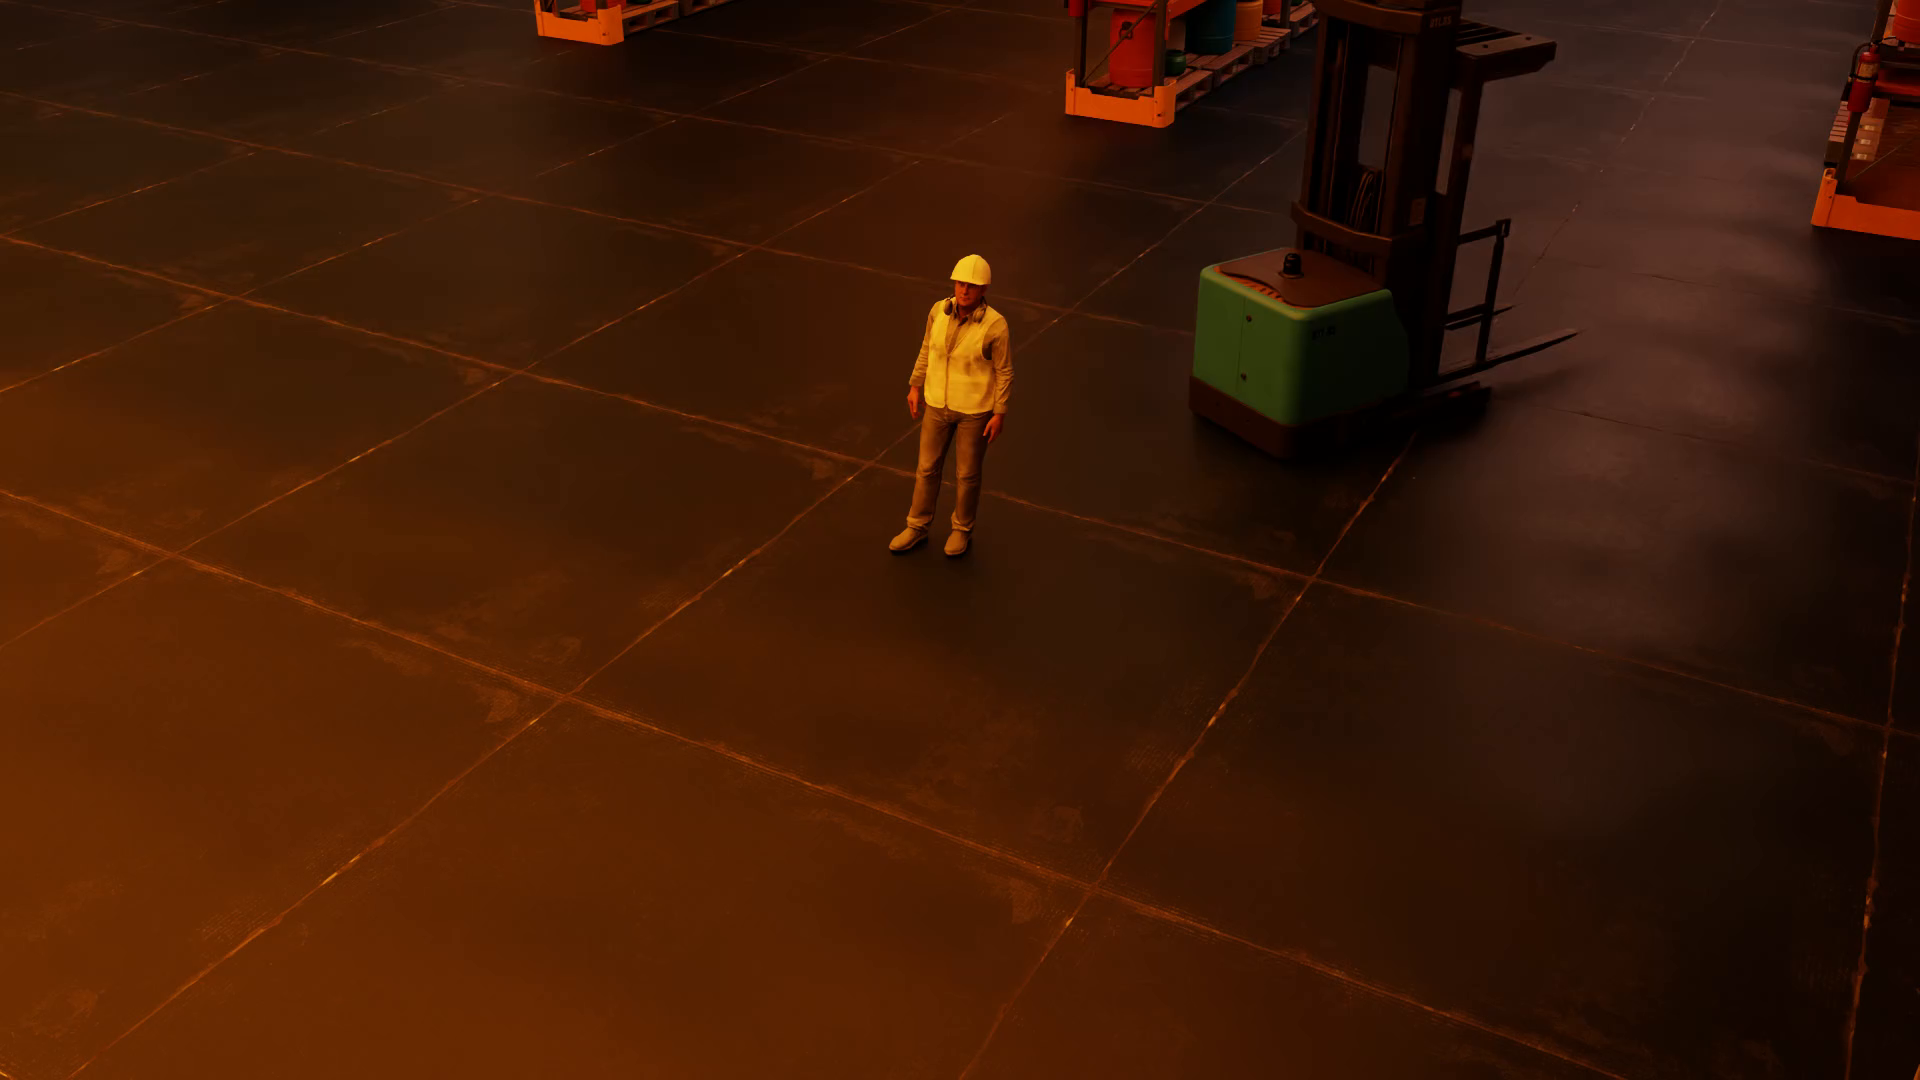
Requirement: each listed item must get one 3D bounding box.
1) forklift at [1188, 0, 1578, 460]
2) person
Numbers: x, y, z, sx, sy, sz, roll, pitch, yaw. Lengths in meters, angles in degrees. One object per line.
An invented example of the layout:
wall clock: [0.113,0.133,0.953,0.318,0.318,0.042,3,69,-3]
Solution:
forklift: [3.087,-2.337,11.120,3.031,2.935,1.130,-18,34,-28]
person: [-0.037,-0.749,9.511,0.634,1.775,0.566,15,33,25]
